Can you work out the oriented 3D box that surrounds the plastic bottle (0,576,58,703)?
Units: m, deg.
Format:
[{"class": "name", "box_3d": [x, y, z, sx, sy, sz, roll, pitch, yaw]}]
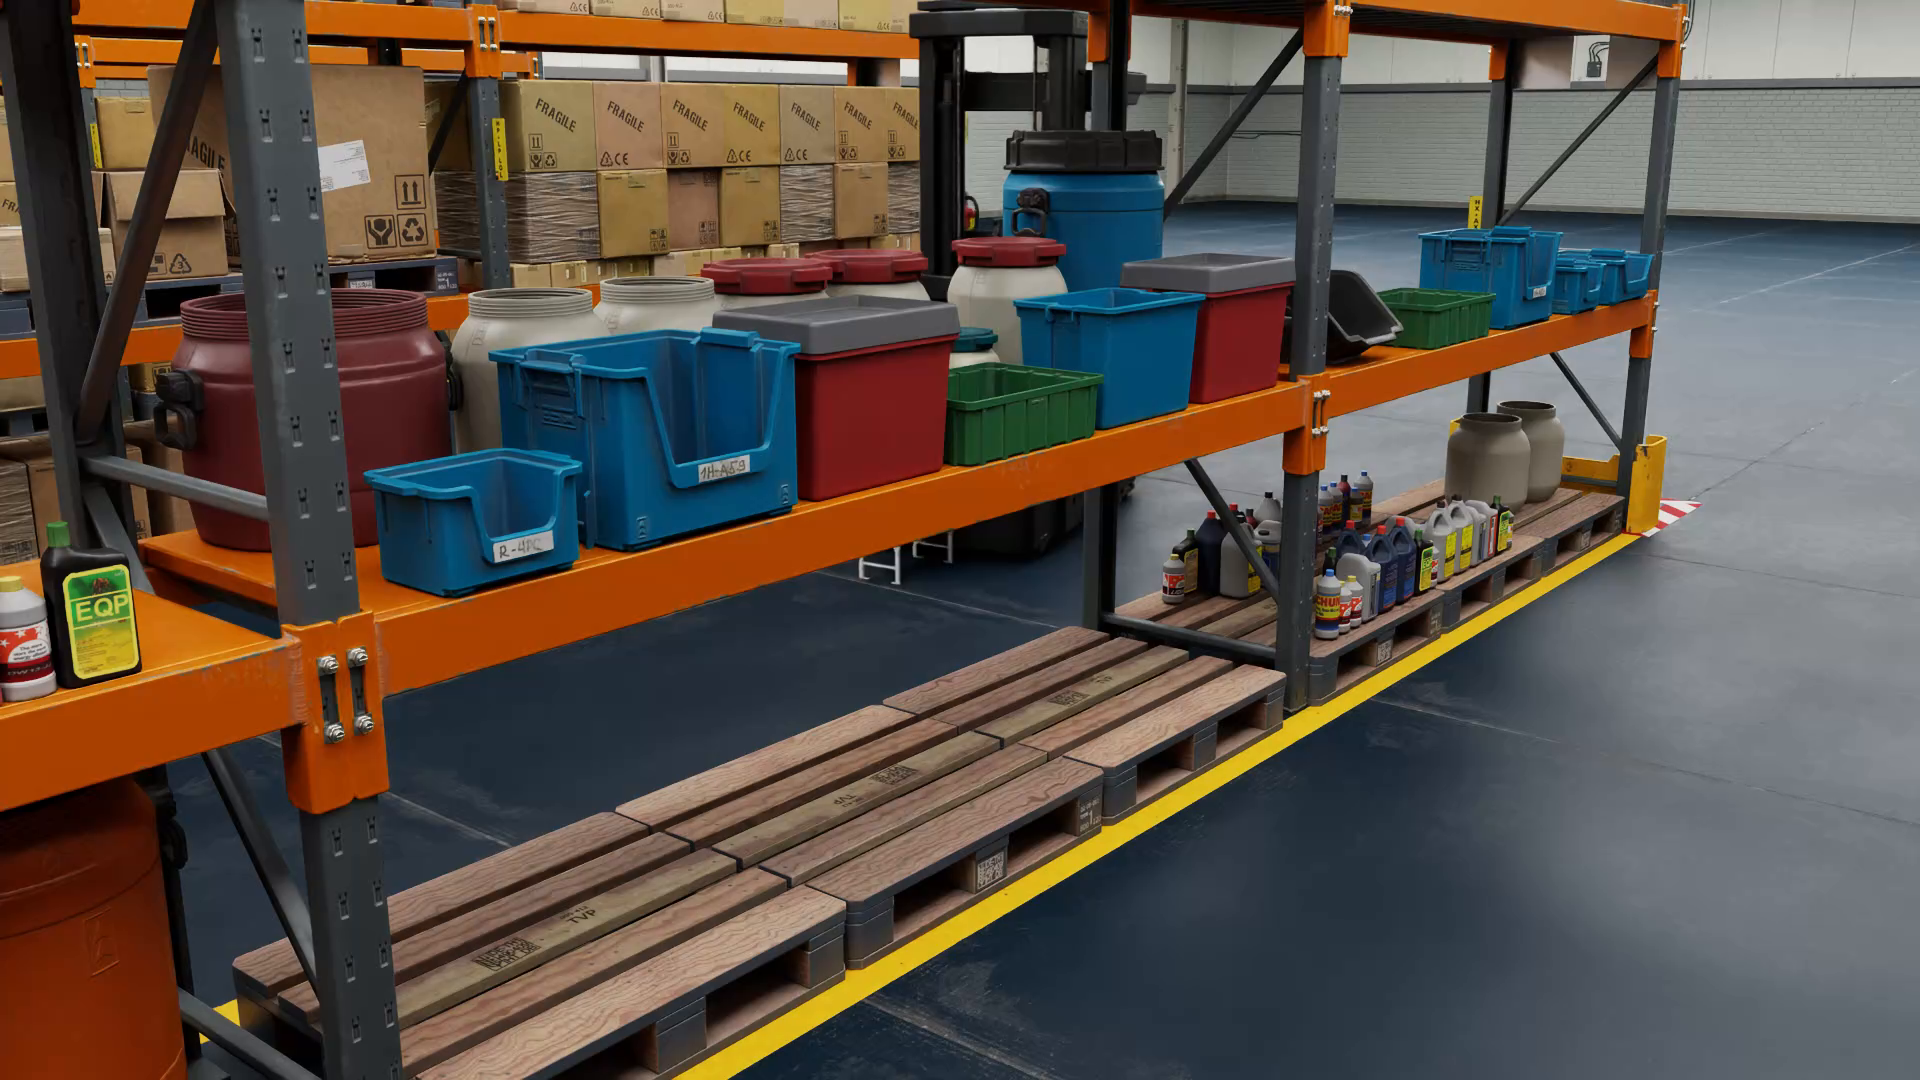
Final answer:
[{"class": "plastic bottle", "box_3d": [-1.585, 0.162, 2.796, 0.097, 0.201, 0.097, 0, 14, 0]}]

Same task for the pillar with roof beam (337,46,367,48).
[{"class": "pillar with roof beam", "box_3d": [-5.990, -8.093, 22.704, 9.100, 9.000, 0.400, 11, 18, 38]}]

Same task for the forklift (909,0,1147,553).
[{"class": "forklift", "box_3d": [0.426, -1.670, 9.744, 1.130, 2.935, 3.031, 6, 15, 21]}]

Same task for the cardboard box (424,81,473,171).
[{"class": "cardboard box", "box_3d": [-2.845, -2.436, 9.780, 0.500, 0.500, 0.500, 11, 18, 38]}]

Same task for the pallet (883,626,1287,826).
[{"class": "pallet", "box_3d": [0.475, 0.645, 6.156, 1.003, 0.211, 1.213, 11, 18, 38]}]

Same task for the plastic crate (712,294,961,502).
[{"class": "plastic crate", "box_3d": [-0.322, -0.390, 4.437, 0.402, 0.464, 0.583, 11, 18, 38]}]

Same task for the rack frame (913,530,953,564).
[{"class": "rack frame", "box_3d": [-0.143, -0.476, 8.558, 0.240, 1.200, 0.015, 9, 17, 31]}]

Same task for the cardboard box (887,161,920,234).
[{"class": "cardboard box", "box_3d": [-0.767, -2.487, 12.014, 0.875, 0.500, 0.500, 11, 18, 38]}]

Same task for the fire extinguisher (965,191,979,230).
[{"class": "fire extinguisher", "box_3d": [0.030, -2.309, 12.276, 0.296, 0.674, 0.183, 11, 18, 38]}]

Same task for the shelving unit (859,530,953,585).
[{"class": "shelving unit", "box_3d": [-0.272, -0.425, 8.357, 0.258, 1.200, 0.503, 9, 17, 31]}]

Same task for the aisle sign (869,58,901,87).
[{"class": "aisle sign", "box_3d": [-0.595, -3.714, 12.370, 0.394, 0.787, 0.004, 11, 18, 38]}]

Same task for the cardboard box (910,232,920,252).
[{"class": "cardboard box", "box_3d": [-0.419, -2.187, 12.151, 0.380, 0.149, 0.250, 11, 18, 38]}]

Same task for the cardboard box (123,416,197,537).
[{"class": "cardboard box", "box_3d": [-3.983, -0.321, 8.479, 0.700, 0.500, 0.500, 9, 17, 33]}]

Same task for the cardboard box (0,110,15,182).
[{"class": "cardboard box", "box_3d": [-7.016, -2.853, 12.029, 0.700, 0.500, 0.500, 11, 18, 37]}]

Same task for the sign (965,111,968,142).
[{"class": "sign", "box_3d": [0.019, -3.020, 11.926, 0.100, 0.325, 0.005, 11, 18, 38]}]

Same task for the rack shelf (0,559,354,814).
[{"class": "rack shelf", "box_3d": [-2.833, 0.635, 1.993, 1.077, 0.370, 4.000, 11, 18, 38]}]

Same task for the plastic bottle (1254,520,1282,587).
[{"class": "plastic bottle", "box_3d": [1.370, 0.057, 7.444, 0.152, 0.276, 0.135, 11, 18, 38]}]

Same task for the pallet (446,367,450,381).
[{"class": "pallet", "box_3d": [-4.636, -1.666, 15.251, 1.003, 0.211, 1.213, 11, 18, 38]}]

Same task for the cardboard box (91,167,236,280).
[{"class": "cardboard box", "box_3d": [-3.932, -1.537, 8.018, 0.797, 0.503, 0.637, 14, 20, 43]}]

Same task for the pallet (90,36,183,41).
[{"class": "pallet", "box_3d": [-6.186, -3.982, 12.795, 1.003, 0.211, 1.213, 11, 18, 38]}]

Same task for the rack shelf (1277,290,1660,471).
[{"class": "rack shelf", "box_3d": [2.195, -0.897, 8.024, 1.077, 0.370, 4.000, 11, 18, 38]}]

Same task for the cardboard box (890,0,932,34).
[{"class": "cardboard box", "box_3d": [-0.506, -3.645, 11.592, 0.500, 0.250, 0.500, 12, 18, 39]}]

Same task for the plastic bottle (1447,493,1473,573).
[{"class": "plastic bottle", "box_3d": [2.271, -0.036, 7.659, 0.144, 0.351, 0.185, 12, 19, 40]}]

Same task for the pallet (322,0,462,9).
[{"class": "pallet", "box_3d": [-3.385, -2.891, 8.698, 1.213, 0.211, 1.003, 11, 18, 38]}]

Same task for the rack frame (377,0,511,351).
[{"class": "rack frame", "box_3d": [-2.914, -1.630, 9.445, 1.000, 3.000, 0.127, 11, 18, 38]}]

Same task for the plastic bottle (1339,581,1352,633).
[{"class": "plastic bottle", "box_3d": [1.543, 0.267, 6.768, 0.097, 0.201, 0.097, 0, 14, 0]}]

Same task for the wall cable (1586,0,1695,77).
[{"class": "wall cable", "box_3d": [16.000, -13.891, 38.621, 2.305, 6.003, 0.169, 11, 18, 38]}]

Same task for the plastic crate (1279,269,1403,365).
[{"class": "plastic crate", "box_3d": [1.366, -0.914, 6.753, 0.767, 0.338, 0.504, 11, 18, 38]}]

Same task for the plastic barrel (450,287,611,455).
[{"class": "plastic barrel", "box_3d": [-1.095, -0.381, 4.304, 0.421, 0.512, 0.421, 0, 14, 0]}]

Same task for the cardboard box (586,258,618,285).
[{"class": "cardboard box", "box_3d": [-2.242, -1.600, 9.841, 0.380, 0.149, 0.250, 11, 18, 38]}]

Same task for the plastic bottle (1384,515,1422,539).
[{"class": "plastic bottle", "box_3d": [2.023, 0.018, 7.599, 0.152, 0.276, 0.135, 11, 18, 38]}]

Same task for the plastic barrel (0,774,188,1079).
[{"class": "plastic barrel", "box_3d": [-1.870, 0.848, 3.249, 0.600, 0.830, 0.708, 11, 18, 38]}]

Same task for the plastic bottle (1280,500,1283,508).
[{"class": "plastic bottle", "box_3d": [1.548, -0.053, 7.879, 0.152, 0.276, 0.135, 12, 18, 39]}]

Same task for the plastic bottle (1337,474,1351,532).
[{"class": "plastic bottle", "box_3d": [1.914, -0.186, 8.387, 0.061, 0.283, 0.133, 12, 18, 38]}]

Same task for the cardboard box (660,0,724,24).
[{"class": "cardboard box", "box_3d": [-1.783, -3.253, 10.048, 0.500, 0.250, 0.500, 10, 18, 35]}]

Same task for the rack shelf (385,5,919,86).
[{"class": "rack shelf", "box_3d": [-1.657, -3.118, 10.672, 1.077, 0.370, 4.000, 11, 18, 38]}]

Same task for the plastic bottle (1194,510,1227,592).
[{"class": "plastic bottle", "box_3d": [1.119, 0.040, 7.361, 0.144, 0.351, 0.185, 11, 18, 36]}]

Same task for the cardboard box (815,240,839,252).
[{"class": "cardboard box", "box_3d": [-1.052, -1.997, 11.401, 0.380, 0.149, 0.250, 11, 18, 38]}]

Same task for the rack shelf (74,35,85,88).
[{"class": "rack shelf", "box_3d": [-7.966, -3.139, 10.754, 1.077, 0.370, 4.000, 11, 18, 38]}]

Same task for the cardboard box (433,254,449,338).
[{"class": "cardboard box", "box_3d": [-5.121, -2.047, 14.552, 0.875, 0.875, 0.875, 11, 18, 37]}]

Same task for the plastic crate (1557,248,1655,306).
[{"class": "plastic crate", "box_3d": [3.370, -1.415, 8.902, 0.499, 0.251, 0.616, 11, 18, 38]}]

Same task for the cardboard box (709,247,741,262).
[{"class": "cardboard box", "box_3d": [-1.613, -1.792, 10.594, 0.380, 0.149, 0.250, 11, 18, 38]}]

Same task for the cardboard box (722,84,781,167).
[{"class": "cardboard box", "box_3d": [-1.500, -2.643, 10.596, 0.500, 0.500, 0.500, 11, 18, 38]}]

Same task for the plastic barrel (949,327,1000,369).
[{"class": "plastic barrel", "box_3d": [-0.013, -0.566, 5.541, 0.301, 0.262, 0.301, 0, 14, 0]}]

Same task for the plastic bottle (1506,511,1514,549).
[{"class": "plastic bottle", "box_3d": [2.639, -0.066, 8.082, 0.097, 0.201, 0.097, 0, 14, 0]}]

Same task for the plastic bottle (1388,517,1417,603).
[{"class": "plastic bottle", "box_3d": [1.887, 0.081, 7.198, 0.144, 0.351, 0.185, 10, 18, 35]}]

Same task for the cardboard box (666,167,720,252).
[{"class": "cardboard box", "box_3d": [-2.006, -2.100, 10.492, 0.875, 0.500, 0.500, 11, 18, 38]}]
